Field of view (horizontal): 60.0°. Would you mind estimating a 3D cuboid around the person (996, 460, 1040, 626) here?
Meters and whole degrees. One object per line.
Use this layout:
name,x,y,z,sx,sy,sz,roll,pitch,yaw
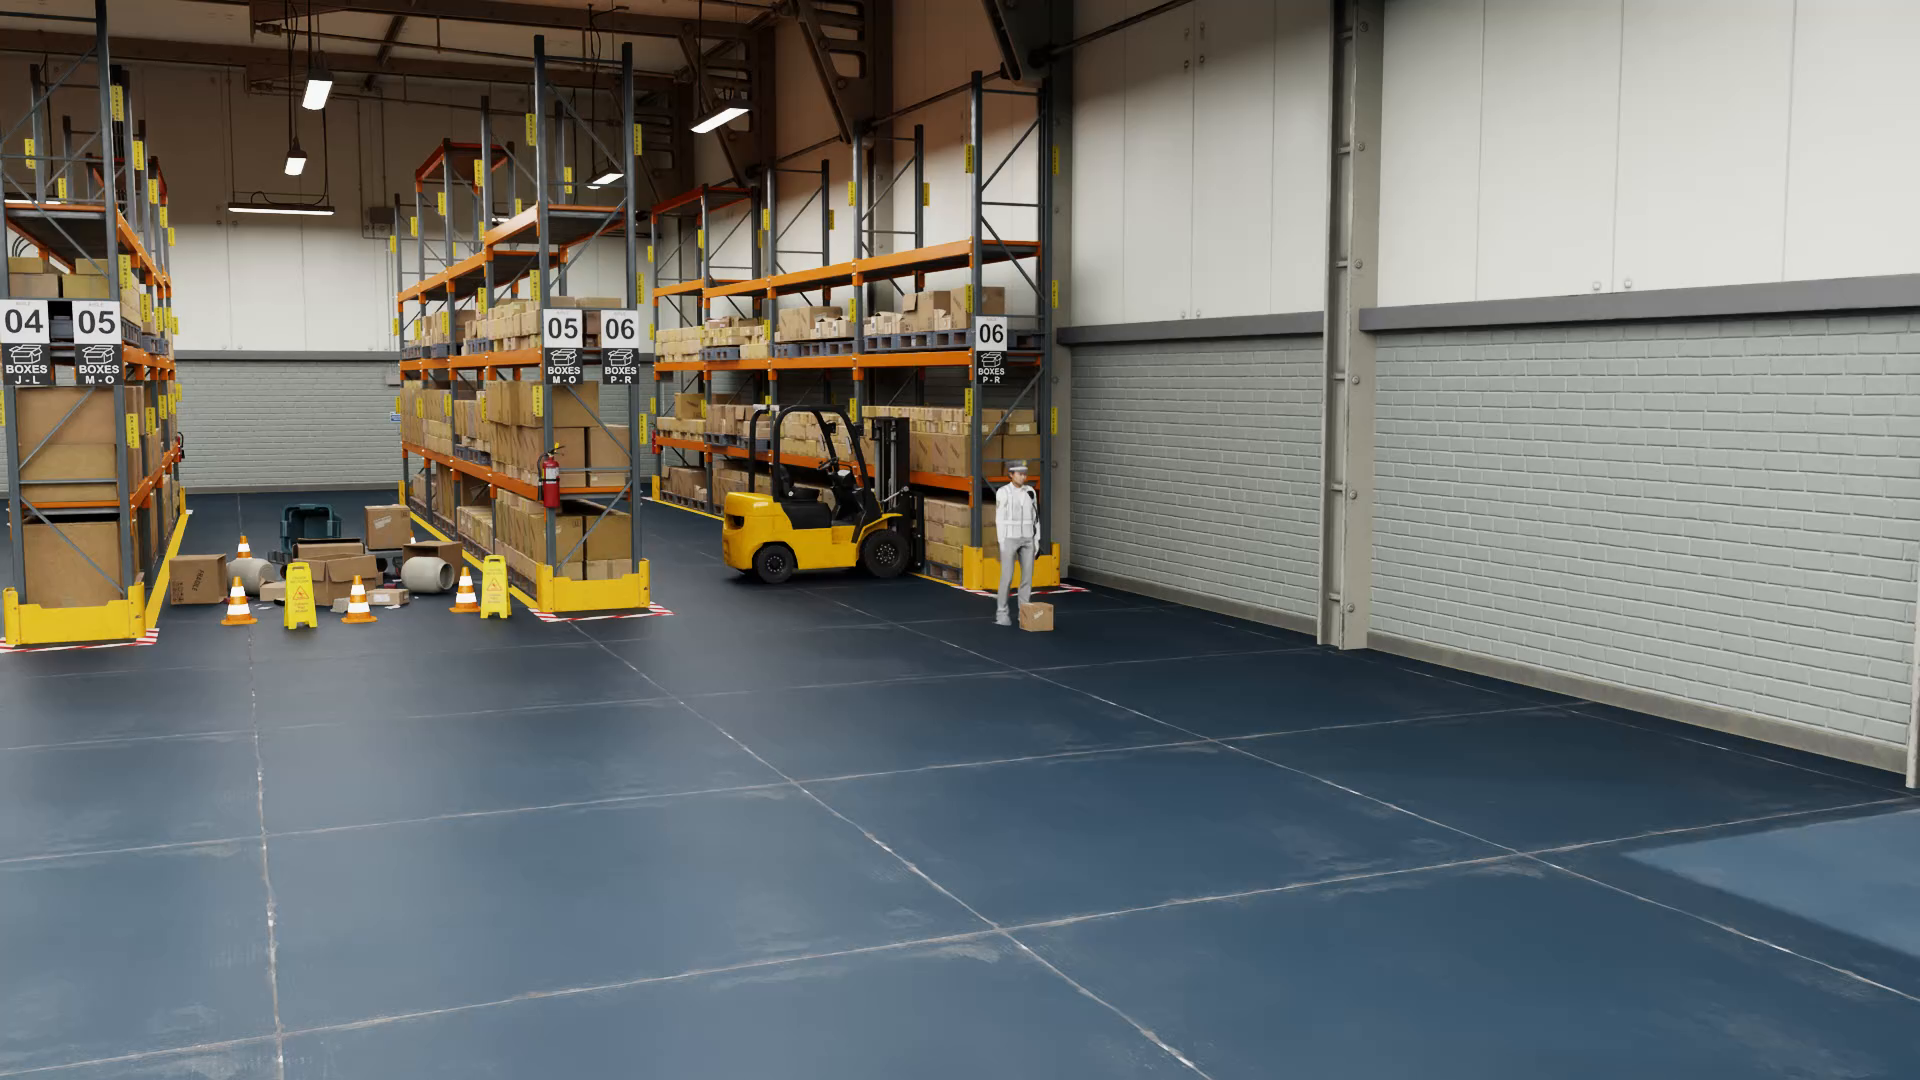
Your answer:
person,0.596,0.026,16.814,0.468,1.682,0.328,-2,6,-22
